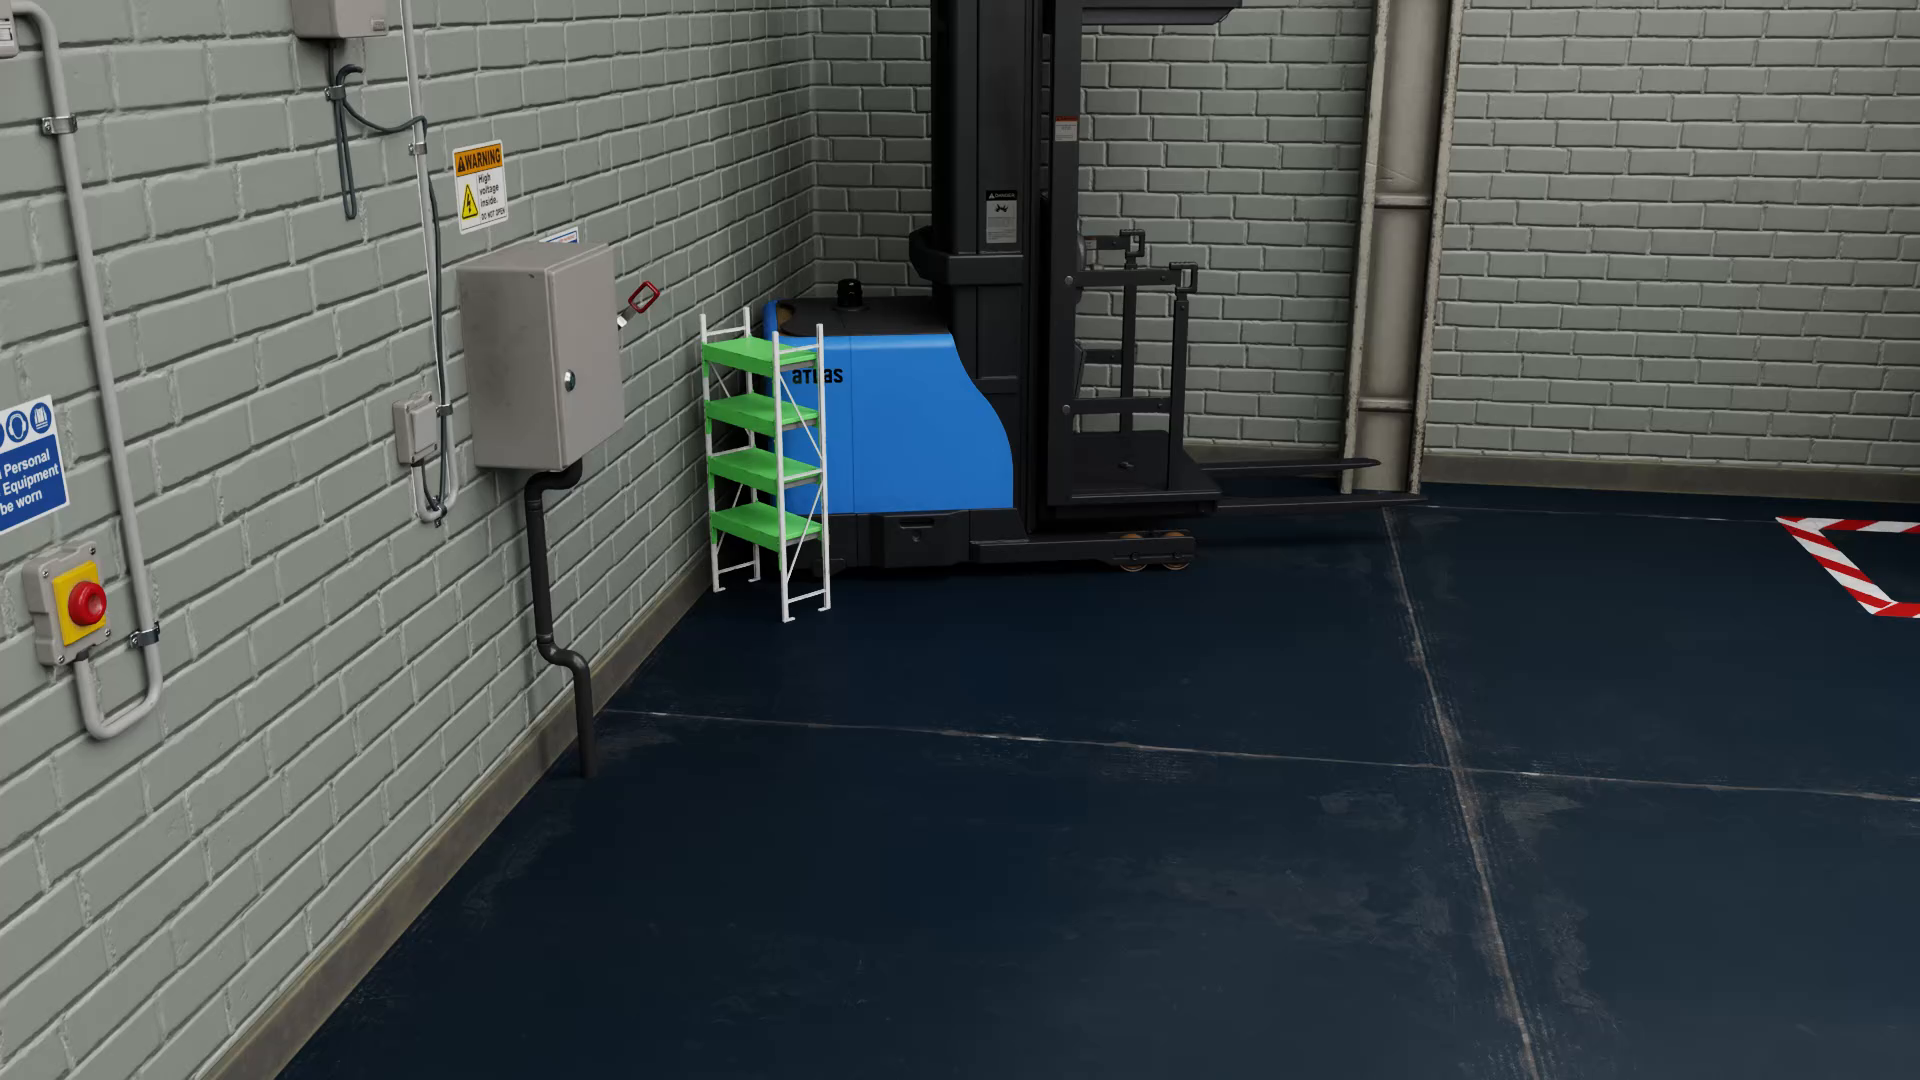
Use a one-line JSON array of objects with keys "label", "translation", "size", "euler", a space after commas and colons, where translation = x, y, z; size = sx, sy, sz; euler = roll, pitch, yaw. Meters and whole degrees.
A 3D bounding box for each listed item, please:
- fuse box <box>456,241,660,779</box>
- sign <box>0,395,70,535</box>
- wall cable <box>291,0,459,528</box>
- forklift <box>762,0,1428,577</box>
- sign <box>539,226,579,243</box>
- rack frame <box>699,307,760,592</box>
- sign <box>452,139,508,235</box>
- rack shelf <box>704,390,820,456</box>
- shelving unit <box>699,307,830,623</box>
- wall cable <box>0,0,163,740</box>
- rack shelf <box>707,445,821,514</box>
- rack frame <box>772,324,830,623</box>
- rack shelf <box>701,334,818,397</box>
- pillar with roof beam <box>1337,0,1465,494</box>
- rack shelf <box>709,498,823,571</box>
[{"label": "fuse box", "translation": [-1.192, -0.044, 5.237], "size": [0.414, 1.711, 0.539], "euler": [3, 19, 9]}, {"label": "sign", "translation": [-1.737, -0.120, 3.009], "size": [0.001, 0.218, 0.327], "euler": [3, 19, 9]}, {"label": "wall cable", "translation": [-1.455, -0.931, 4.257], "size": [0.122, 1.984, 0.588], "euler": [3, 19, 9]}, {"label": "forklift", "translation": [0.619, -1.414, 7.409], "size": [3.031, 2.935, 1.130], "euler": [-2, 19, -7]}, {"label": "sign", "translation": [-1.318, -0.775, 5.542], "size": [0.001, 0.494, 0.329], "euler": [3, 19, 9]}, {"label": "rack frame", "translation": [-0.968, -0.372, 7.024], "size": [0.240, 1.200, 0.015], "euler": [-17, 25, -40]}, {"label": "sign", "translation": [-1.405, -1.040, 4.881], "size": [0.001, 0.242, 0.339], "euler": [3, 19, 9]}, {"label": "rack shelf", "translation": [-0.801, -0.483, 6.799], "size": [0.258, 0.148, 0.480], "euler": [-17, 25, -40]}, {"label": "shelving unit", "translation": [-0.801, -0.316, 6.855], "size": [0.258, 1.200, 0.503], "euler": [-17, 25, -40]}, {"label": "wall cable", "translation": [-1.669, -0.501, 2.922], "size": [0.123, 1.953, 0.585], "euler": [3, 19, 9]}, {"label": "rack shelf", "translation": [-0.801, -0.255, 6.876], "size": [0.258, 0.148, 0.480], "euler": [-17, 25, -40]}, {"label": "rack frame", "translation": [-0.634, -0.259, 6.686], "size": [0.240, 1.200, 0.015], "euler": [-17, 25, -40]}, {"label": "rack shelf", "translation": [-0.801, -0.710, 6.723], "size": [0.258, 0.148, 0.480], "euler": [-17, 25, -40]}, {"label": "pillar with roof beam", "translation": [1.484, -3.197, 3.177], "size": [0.400, 9.000, 9.100], "euler": [3, 19, 9]}, {"label": "rack shelf", "translation": [-0.801, -0.027, 6.952], "size": [0.258, 0.148, 0.480], "euler": [-17, 25, -40]}]
